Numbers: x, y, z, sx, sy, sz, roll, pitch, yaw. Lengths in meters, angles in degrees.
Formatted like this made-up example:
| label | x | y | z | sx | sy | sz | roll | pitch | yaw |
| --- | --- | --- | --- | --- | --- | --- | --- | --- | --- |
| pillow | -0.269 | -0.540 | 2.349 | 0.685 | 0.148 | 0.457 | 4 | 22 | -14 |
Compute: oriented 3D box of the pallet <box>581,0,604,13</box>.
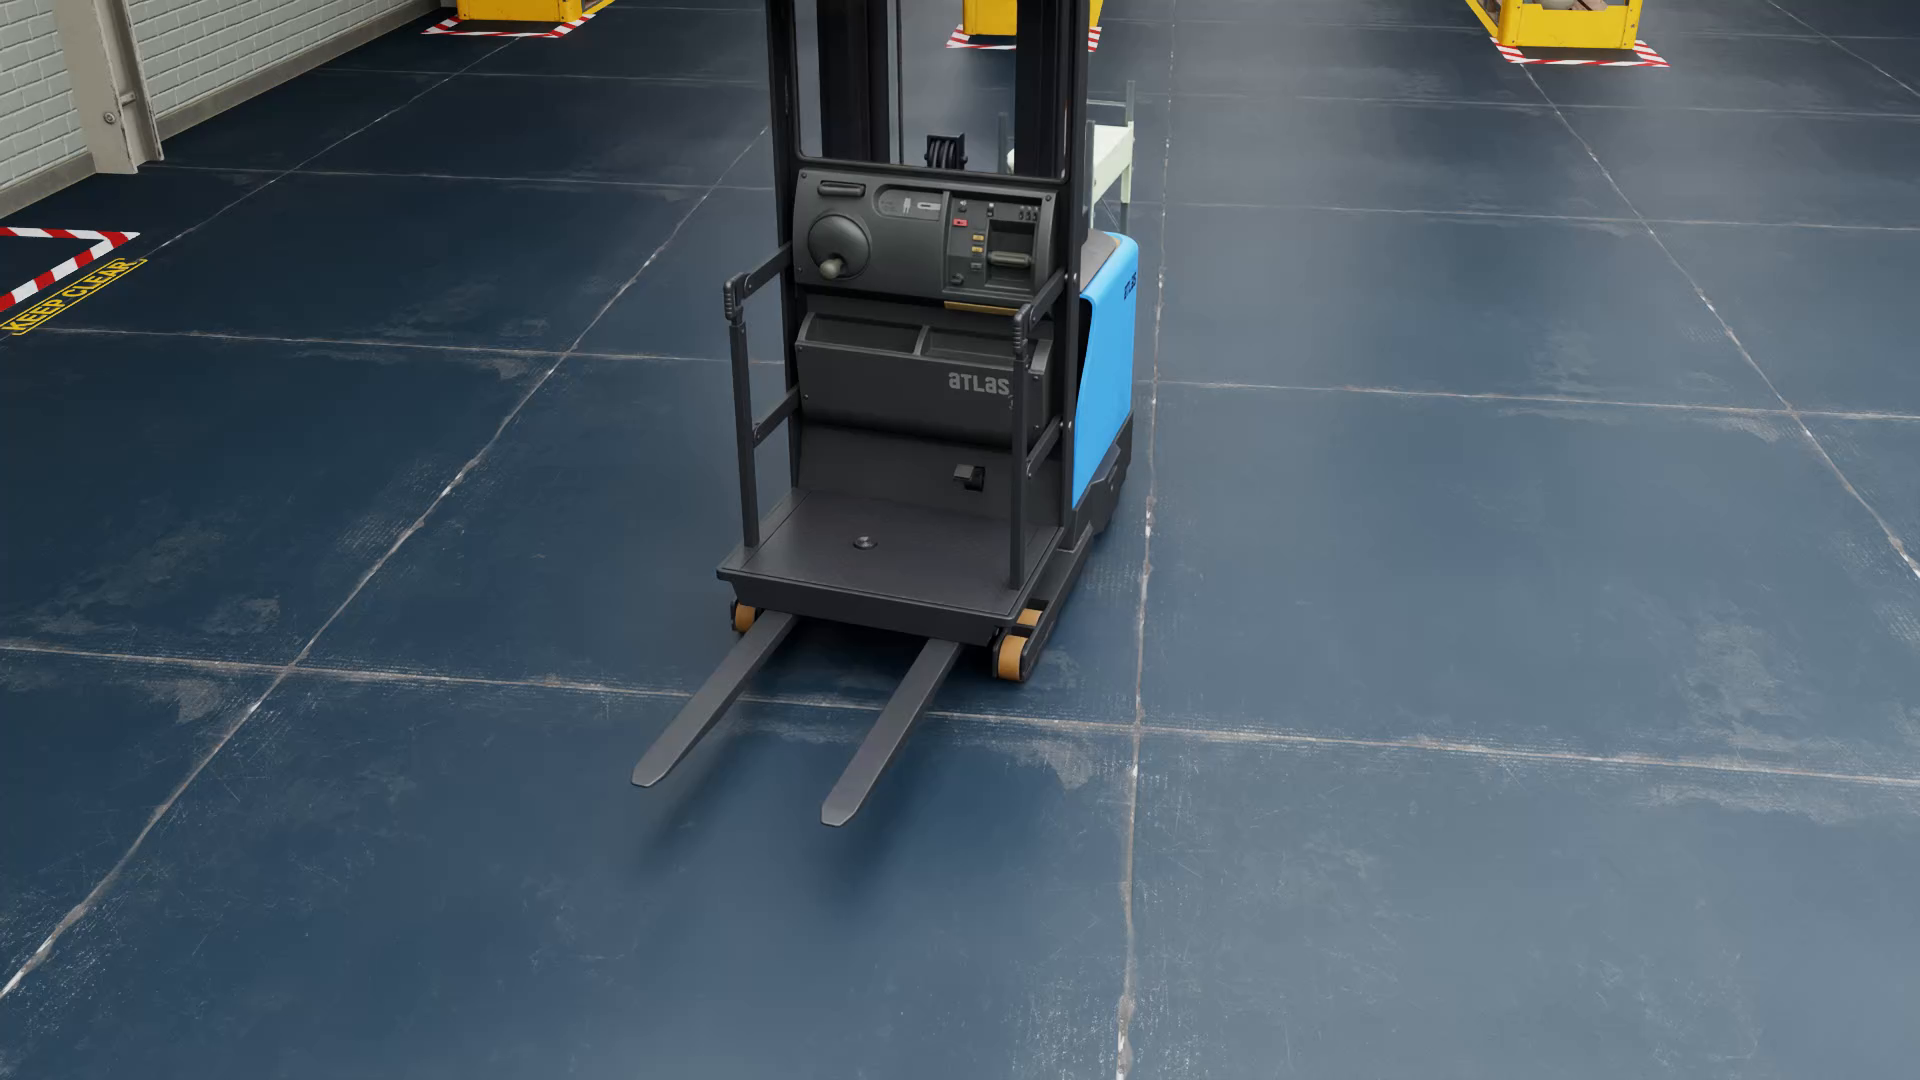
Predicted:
| label | x | y | z | sx | sy | sz | roll | pitch | yaw |
| --- | --- | --- | --- | --- | --- | --- | --- | --- | --- |
| pallet | -4.148 | -5.568 | 16.862 | 1.003 | 0.211 | 1.213 | 3 | 28 | 6 |

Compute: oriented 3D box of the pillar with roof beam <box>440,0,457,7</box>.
| label | x | y | z | sx | sy | sz | roll | pitch | yaw |
| --- | --- | --- | --- | --- | --- | --- | --- | --- | --- |
| pillar with roof beam | -0.792 | -9.150 | 14.246 | 9.100 | 9.000 | 0.400 | 3 | 28 | 6 |

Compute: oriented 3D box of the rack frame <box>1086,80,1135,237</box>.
| label | x | y | z | sx | sy | sz | roll | pitch | yaw |
| --- | --- | --- | --- | --- | --- | --- | --- | --- | --- |
| rack frame | 0.582 | -1.395 | 7.758 | 0.400 | 1.500 | 0.023 | 9 | 30 | 16 |

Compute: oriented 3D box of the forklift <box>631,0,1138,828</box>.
| label | x | y | z | sx | sy | sz | roll | pitch | yaw |
| --- | --- | --- | --- | --- | --- | --- | --- | --- | --- |
| forklift | -0.195 | -1.006 | 5.527 | 1.130 | 2.935 | 3.031 | 9 | 30 | 16 |

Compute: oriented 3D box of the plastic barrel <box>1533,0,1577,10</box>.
| label | x | y | z | sx | sy | sz | roll | pitch | yaw |
| --- | --- | --- | --- | --- | --- | --- | --- | --- | --- |
| plastic barrel | 5.546 | -5.207 | 15.433 | 0.421 | 0.512 | 0.421 | 0 | 28 | 0 |

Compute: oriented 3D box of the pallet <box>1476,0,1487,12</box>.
| label | x | y | z | sx | sy | sz | roll | pitch | yaw |
| --- | --- | --- | --- | --- | --- | --- | --- | --- | --- |
| pallet | 5.760 | -5.569 | 16.865 | 1.003 | 0.211 | 1.213 | 3 | 28 | 6 |

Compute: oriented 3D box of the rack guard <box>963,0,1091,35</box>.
| label | x | y | z | sx | sy | sz | roll | pitch | yaw |
| --- | --- | --- | --- | --- | --- | --- | --- | --- | --- |
| rack guard | 0.622 | -4.981 | 15.469 | 1.175 | 0.500 | 0.348 | 3 | 28 | 6 |

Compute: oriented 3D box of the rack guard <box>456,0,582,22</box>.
| label | x | y | z | sx | sy | sz | roll | pitch | yaw |
| --- | --- | --- | --- | --- | --- | --- | --- | --- | --- |
| rack guard | -4.282 | -5.314 | 16.087 | 1.175 | 0.500 | 0.348 | 3 | 28 | 6 |

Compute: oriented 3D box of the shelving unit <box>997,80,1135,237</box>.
| label | x | y | z | sx | sy | sz | roll | pitch | yaw |
| --- | --- | --- | --- | --- | --- | --- | --- | --- | --- |
| shelving unit | 0.469 | -1.230 | 7.452 | 0.431 | 1.500 | 0.755 | 9 | 30 | 16 |

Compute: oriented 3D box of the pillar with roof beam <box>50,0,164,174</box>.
| label | x | y | z | sx | sy | sz | roll | pitch | yaw |
| --- | --- | --- | --- | --- | --- | --- | --- | --- | --- |
| pillar with roof beam | -1.527 | -6.326 | 9.004 | 9.100 | 9.000 | 0.400 | 3 | 28 | 6 |

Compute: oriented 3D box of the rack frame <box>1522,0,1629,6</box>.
| label | x | y | z | sx | sy | sz | roll | pitch | yaw |
| --- | --- | --- | --- | --- | --- | --- | --- | --- | --- |
| rack frame | 5.541 | -5.803 | 14.360 | 1.000 | 3.000 | 0.127 | 3 | 28 | 6 |

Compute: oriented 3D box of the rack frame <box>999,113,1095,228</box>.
| label | x | y | z | sx | sy | sz | roll | pitch | yaw |
| --- | --- | --- | --- | --- | --- | --- | --- | --- | --- |
| rack frame | 0.355 | -1.065 | 7.146 | 0.400 | 1.500 | 0.023 | 9 | 30 | 16 |

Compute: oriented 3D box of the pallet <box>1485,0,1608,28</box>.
| label | x | y | z | sx | sy | sz | roll | pitch | yaw |
| --- | --- | --- | --- | --- | --- | --- | --- | --- | --- |
| pallet | 5.608 | -4.996 | 15.802 | 1.003 | 0.211 | 1.213 | 3 | 28 | 6 |

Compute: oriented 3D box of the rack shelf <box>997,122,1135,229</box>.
| label | x | y | z | sx | sy | sz | roll | pitch | yaw |
| --- | --- | --- | --- | --- | --- | --- | --- | --- | --- |
| rack shelf | 0.469 | -1.574 | 7.267 | 0.431 | 0.370 | 0.720 | 9 | 30 | 16 |

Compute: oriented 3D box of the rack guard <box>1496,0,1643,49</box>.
| label | x | y | z | sx | sy | sz | roll | pitch | yaw |
| --- | --- | --- | --- | --- | --- | --- | --- | --- | --- |
| rack guard | 5.503 | -4.741 | 15.024 | 1.175 | 0.500 | 0.348 | 3 | 28 | 6 |
